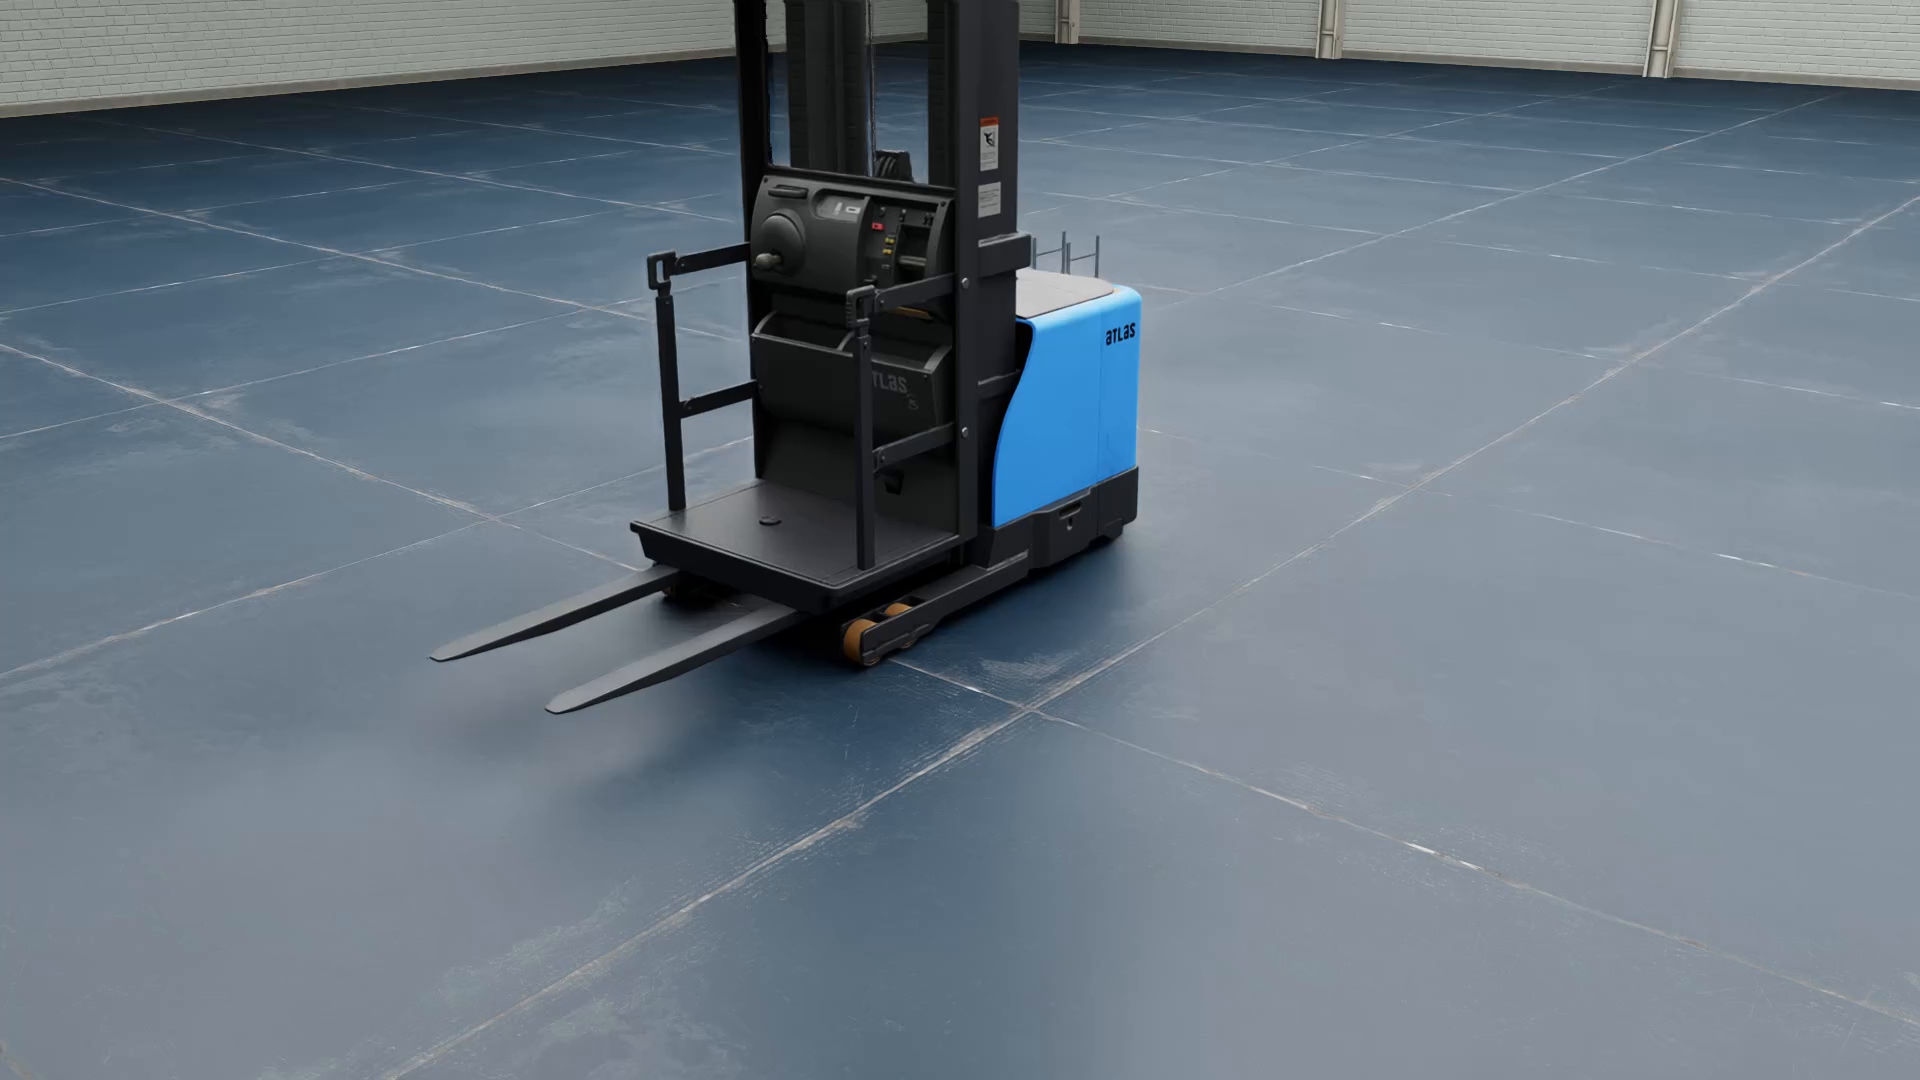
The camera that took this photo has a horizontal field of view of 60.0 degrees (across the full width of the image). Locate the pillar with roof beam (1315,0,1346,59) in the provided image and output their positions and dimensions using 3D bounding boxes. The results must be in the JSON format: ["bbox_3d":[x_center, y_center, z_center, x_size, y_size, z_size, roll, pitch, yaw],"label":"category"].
[{"bbox_3d":[4.148,-12.020,26.289,0.400,9.000,9.100,16,26,36],"label":"pillar with roof beam"}]

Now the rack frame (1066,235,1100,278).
[{"bbox_3d":[0.539,-0.752,7.460,0.006,1.200,0.240,16,26,36],"label":"rack frame"}]

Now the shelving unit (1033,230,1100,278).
[{"bbox_3d":[0.468,-0.772,7.514,0.189,1.200,0.258,16,26,36],"label":"shelving unit"}]

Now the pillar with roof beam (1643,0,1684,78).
[{"bbox_3d":[8.796,-10.681,22.739,0.400,9.000,9.100,16,26,36],"label":"pillar with roof beam"}]

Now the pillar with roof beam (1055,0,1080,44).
[{"bbox_3d":[-0.501,-13.359,29.839,0.400,9.000,9.100,16,26,36],"label":"pillar with roof beam"}]

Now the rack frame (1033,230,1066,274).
[{"bbox_3d":[0.397,-0.792,7.568,0.006,1.200,0.240,16,26,36],"label":"rack frame"}]

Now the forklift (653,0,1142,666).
[{"bbox_3d":[-0.549,-1.117,5.976,1.130,2.935,3.031,16,26,36],"label":"forklift"}]
